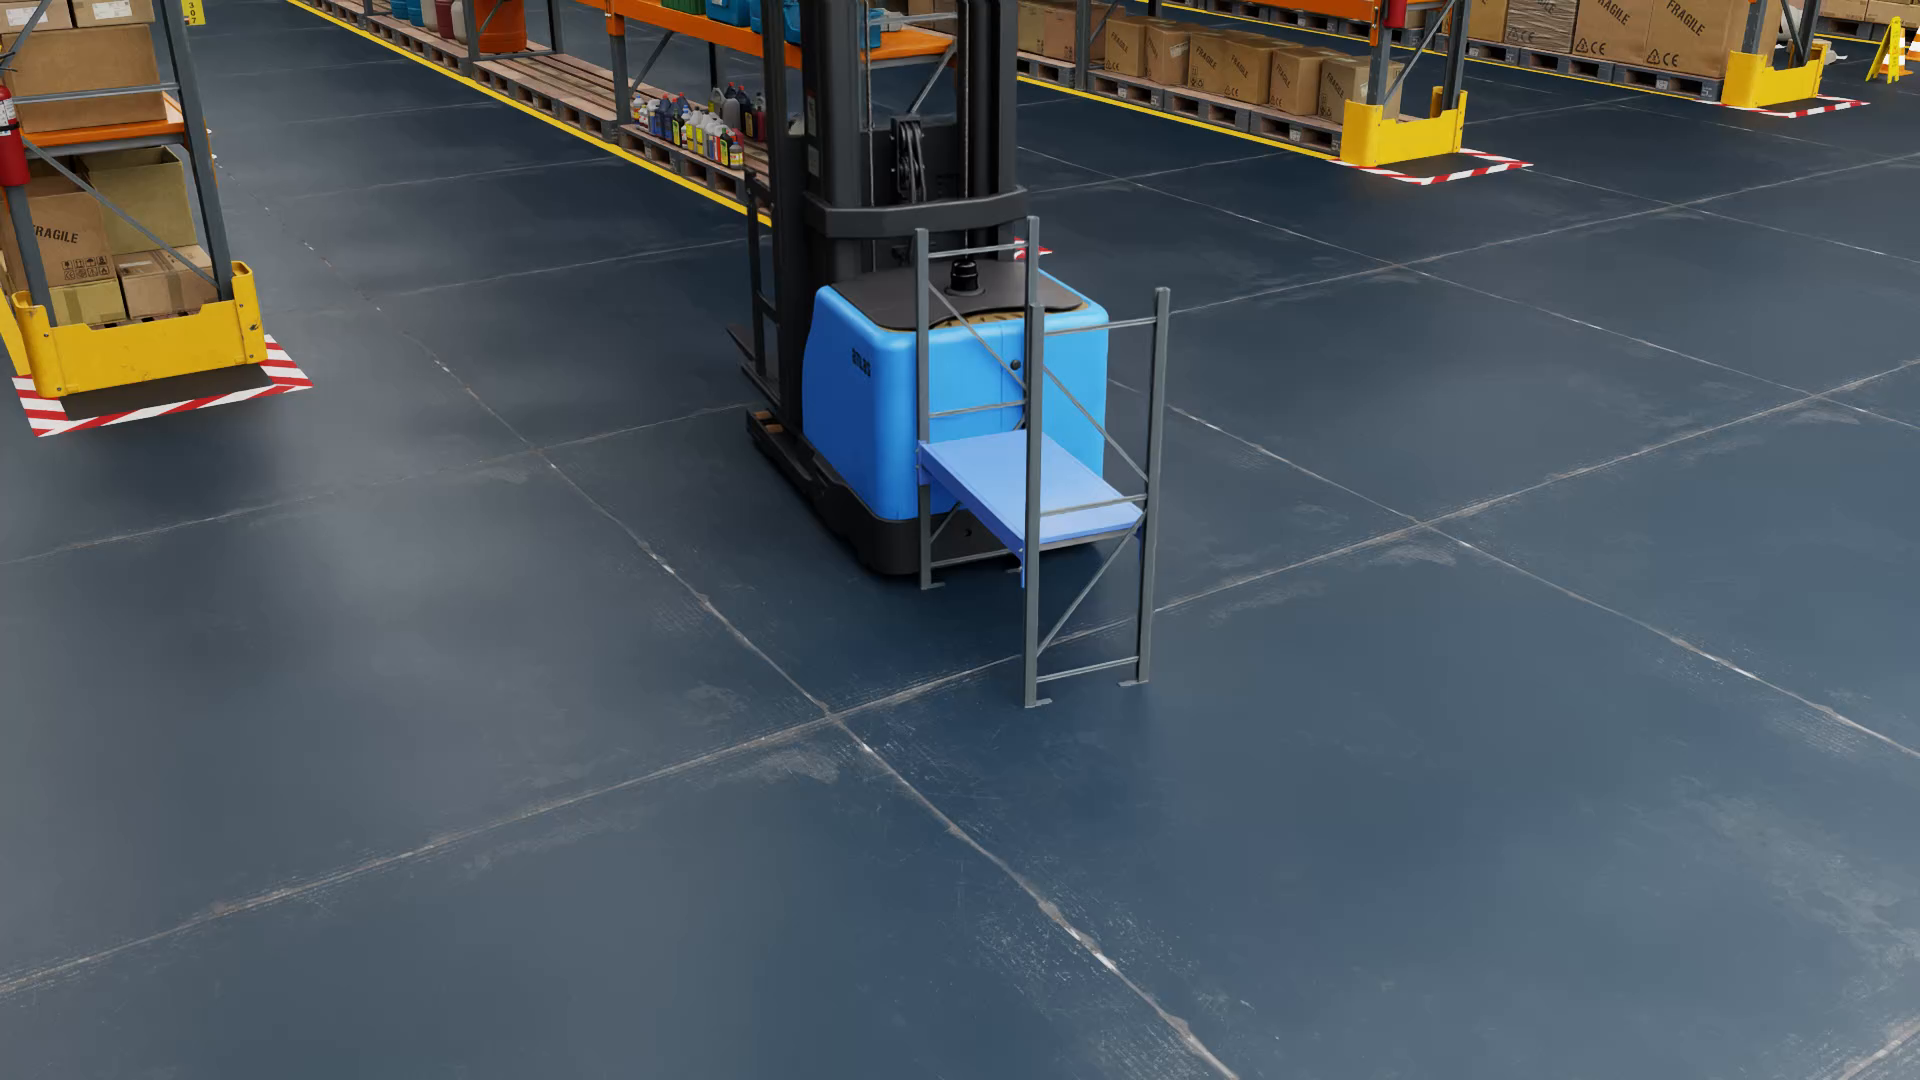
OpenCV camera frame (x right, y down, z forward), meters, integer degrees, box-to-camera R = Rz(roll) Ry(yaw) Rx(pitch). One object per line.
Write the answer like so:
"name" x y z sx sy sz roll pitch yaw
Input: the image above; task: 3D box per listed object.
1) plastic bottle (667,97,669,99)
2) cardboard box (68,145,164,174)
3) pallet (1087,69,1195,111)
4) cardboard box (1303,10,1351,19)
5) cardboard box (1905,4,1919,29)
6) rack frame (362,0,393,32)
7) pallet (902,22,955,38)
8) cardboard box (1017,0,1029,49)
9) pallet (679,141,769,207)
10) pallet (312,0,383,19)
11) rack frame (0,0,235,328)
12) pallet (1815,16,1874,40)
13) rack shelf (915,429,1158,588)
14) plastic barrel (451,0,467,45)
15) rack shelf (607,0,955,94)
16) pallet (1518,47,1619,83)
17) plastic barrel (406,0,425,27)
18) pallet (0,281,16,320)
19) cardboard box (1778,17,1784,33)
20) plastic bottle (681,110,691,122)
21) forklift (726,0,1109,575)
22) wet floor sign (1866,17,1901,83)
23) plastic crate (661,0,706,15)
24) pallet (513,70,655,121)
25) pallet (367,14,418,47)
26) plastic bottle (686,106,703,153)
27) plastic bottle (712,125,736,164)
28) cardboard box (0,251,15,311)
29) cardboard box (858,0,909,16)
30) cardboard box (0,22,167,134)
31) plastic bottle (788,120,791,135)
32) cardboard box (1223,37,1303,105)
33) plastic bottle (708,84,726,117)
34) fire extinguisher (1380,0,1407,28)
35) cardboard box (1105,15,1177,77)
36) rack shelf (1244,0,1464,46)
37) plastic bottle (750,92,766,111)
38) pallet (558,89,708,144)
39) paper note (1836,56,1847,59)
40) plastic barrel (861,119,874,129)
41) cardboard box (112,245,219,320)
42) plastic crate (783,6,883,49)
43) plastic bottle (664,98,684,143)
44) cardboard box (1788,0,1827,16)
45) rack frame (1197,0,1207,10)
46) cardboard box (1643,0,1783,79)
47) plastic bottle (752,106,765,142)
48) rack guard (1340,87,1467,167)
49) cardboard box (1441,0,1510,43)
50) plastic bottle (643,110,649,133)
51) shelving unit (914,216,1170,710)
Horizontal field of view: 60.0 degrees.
"plastic bottle" -2.434 -3.562 13.947 0.061 0.283 0.133 -16 29 -30
"cardboard box" -5.162 -2.191 10.228 0.500 0.500 0.500 -16 29 -30
"pallet" 2.017 -4.553 16.647 1.003 0.211 1.213 -16 29 -30
"cardboard box" 4.894 -6.885 20.464 1.050 0.750 0.750 -16 29 -30
"cardboard box" 11.428 -6.106 19.399 0.500 0.250 0.500 -16 29 -30
"rack frame" -6.896 -7.753 20.159 1.000 3.000 0.127 -16 29 -30
"pallet" -0.137 -5.935 19.576 1.003 0.211 1.213 -16 29 -30
"cardboard box" 0.754 -5.714 18.253 0.700 0.500 0.500 -18 31 -34
"pallet" -1.527 -2.944 13.238 1.003 0.211 1.213 -16 29 -30
"pallet" -8.000 -7.183 22.218 1.003 0.211 1.213 -16 29 -30
"rack frame" -4.497 -2.308 8.625 1.000 3.000 0.127 -16 29 -30
"pallet" 10.991 -6.425 20.613 1.003 0.211 1.213 -16 29 -30
"rack shelf" 0.262 -0.153 6.239 0.538 0.185 1.000 -10 27 -20
"plastic barrel" -5.377 -5.739 18.316 0.421 0.512 0.421 0 25 0
"rack shelf" -1.437 -3.851 12.736 1.077 0.370 4.000 -16 29 -30
"pallet" 6.852 -5.177 17.970 1.003 0.211 1.213 -16 29 -30
"plastic barrel" -6.227 -6.542 19.560 0.600 0.901 0.708 -16 29 -30
"pallet" -5.612 -1.746 10.702 1.003 0.211 1.213 -16 29 -30
"cardboard box" 9.028 -5.834 19.018 0.637 0.503 0.797 7 26 15
"plastic bottle" -2.221 -3.360 13.534 0.097 0.271 0.097 0 25 0
"forklift" -0.413 -1.786 7.601 1.130 2.935 3.031 -10 27 -20
"wet floor sign" 9.690 -5.121 17.342 0.267 0.644 0.232 -22 33 -38
"plastic crate" -2.024 -4.244 12.975 0.450 0.188 0.662 -16 29 -30
"pallet" -3.660 -4.339 16.194 1.003 0.211 1.213 -16 29 -30
"pallet" -6.510 -6.206 20.149 1.003 0.211 1.213 -16 29 -30
"plastic bottle" -2.101 -3.287 13.288 0.144 0.351 0.185 -16 30 -30
"plastic bottle" -1.830 -3.079 12.934 0.152 0.276 0.135 -15 29 -29
"cardboard box" -5.321 -1.553 9.755 0.500 0.250 0.500 -16 29 -30
"cardboard box" -0.922 -6.957 20.470 1.225 0.875 0.875 -17 30 -32
"cardboard box" -4.741 -2.523 8.963 0.700 0.500 0.500 -16 29 -30
"plastic bottle" -1.369 -3.309 13.509 0.097 0.201 0.097 0 25 0
"cardboard box" 2.797 -4.336 15.357 0.500 0.500 0.500 -13 28 -25
"plastic bottle" -2.056 -3.696 14.152 0.144 0.351 0.185 -16 29 -30
"fire extinguisher" 3.481 -4.432 13.214 0.296 0.674 0.183 -16 29 -30
"cardboard box" 1.806 -4.953 16.664 0.500 0.500 0.500 -17 30 -31
"rack shelf" 2.713 -5.005 15.181 1.077 0.370 4.000 -16 29 -30
"plastic bottle" -1.654 -3.545 13.833 0.144 0.351 0.185 -16 29 -30
"pallet" -2.990 -3.902 15.269 1.003 0.211 1.213 -16 29 -30
"paper note" 9.924 -5.456 18.772 0.142 0.019 0.148 18 31 33
"plastic barrel" -0.768 -2.743 11.969 0.421 0.512 0.421 0 25 0
"cardboard box" -4.604 -1.498 9.638 0.500 0.250 0.500 -16 29 -30
"plastic crate" -0.869 -3.503 11.330 0.499 0.251 0.616 -16 29 -30
"plastic bottle" -2.333 -3.439 13.610 0.144 0.351 0.185 -17 30 -32
"cardboard box" 10.613 -6.650 20.552 0.500 0.250 0.500 -16 30 -30
"rack frame" 3.649 -8.596 21.945 1.000 3.000 0.127 -16 29 -30
"cardboard box" 7.590 -5.191 16.729 0.875 0.875 0.875 -15 29 -29
"plastic bottle" -1.658 -3.431 13.670 0.061 0.283 0.133 -16 29 -30
"rack guard" 3.763 -3.512 14.103 1.175 0.500 0.348 -16 29 -30
"cardboard box" 6.117 -6.153 18.768 0.875 0.875 0.875 -15 29 -29
"plastic bottle" -2.611 -3.536 13.989 0.097 0.201 0.097 0 25 0
"shelving unit" 0.262 -0.316 6.162 0.538 1.500 1.048 -10 27 -20
